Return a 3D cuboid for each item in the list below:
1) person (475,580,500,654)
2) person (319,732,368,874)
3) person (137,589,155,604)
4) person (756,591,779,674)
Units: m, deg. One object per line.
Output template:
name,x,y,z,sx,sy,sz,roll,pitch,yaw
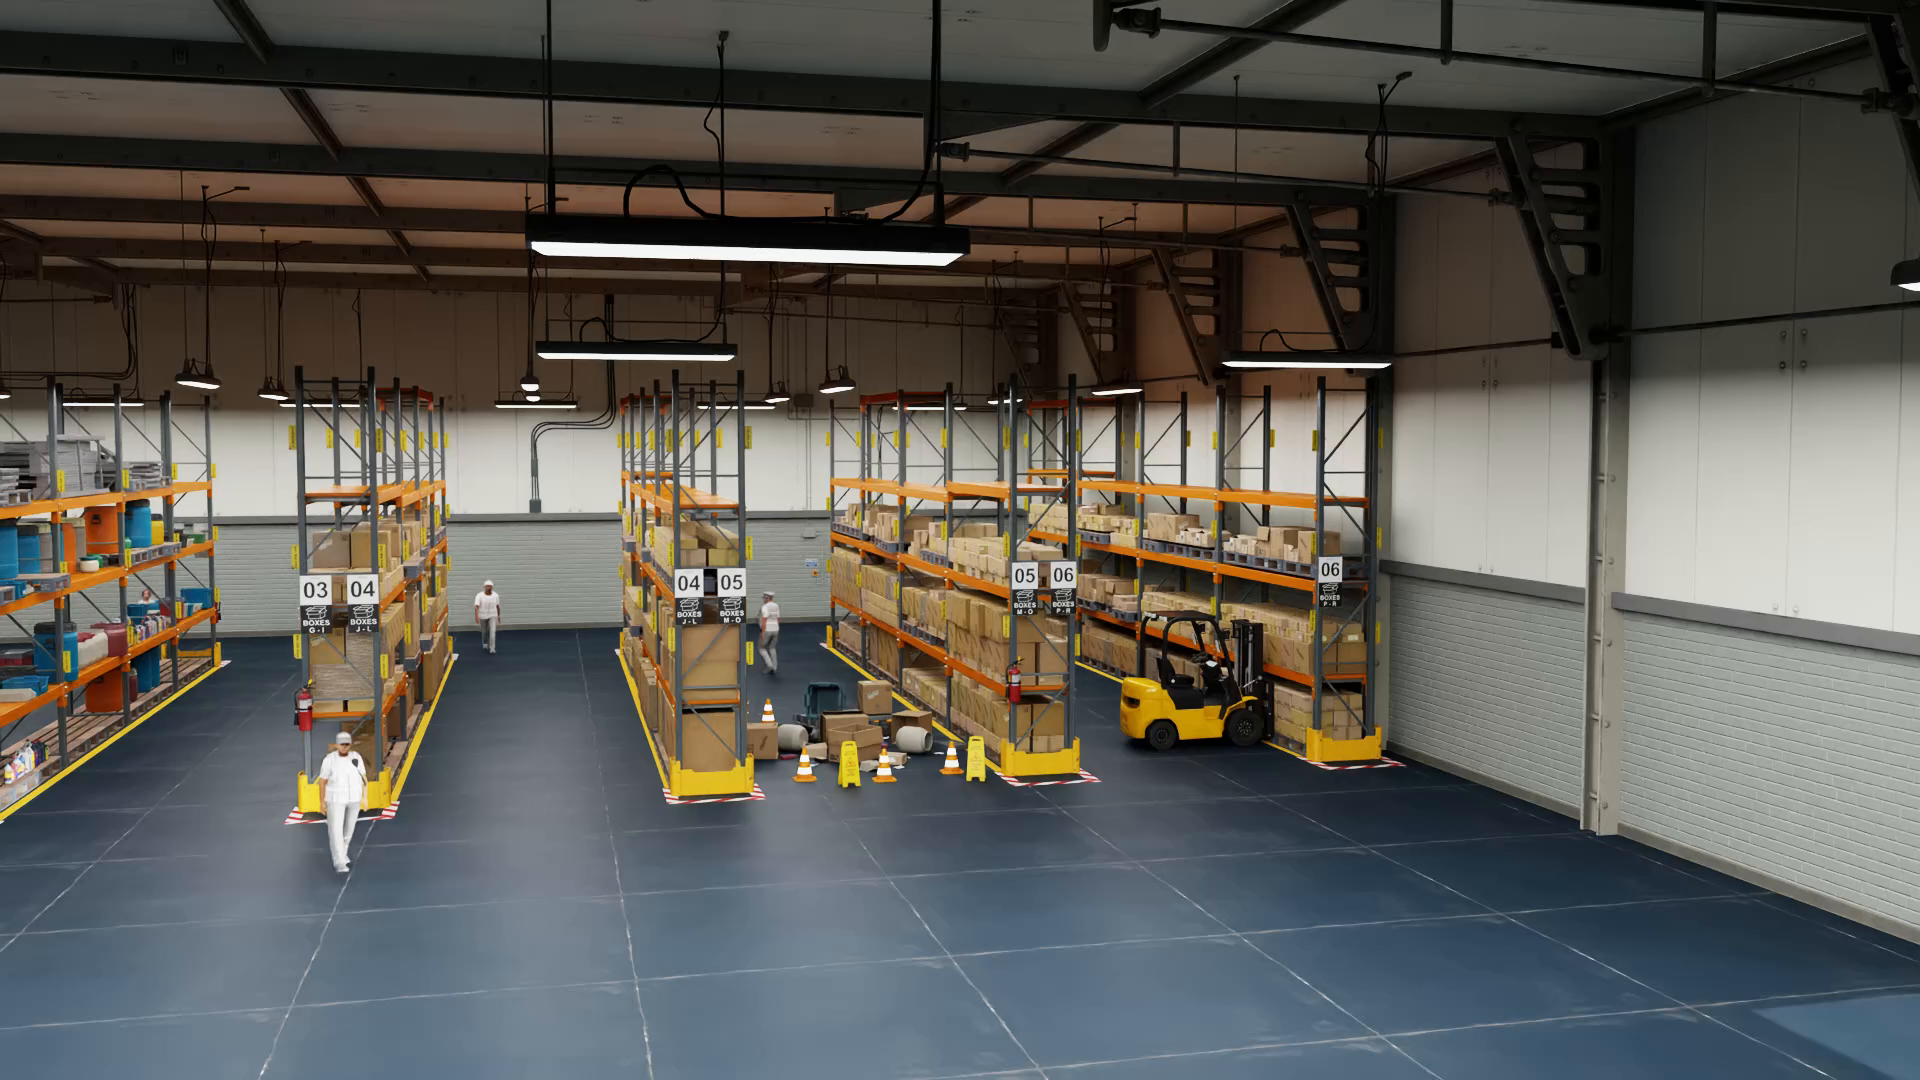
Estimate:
person,-11.130,1.805,39.178,0.588,1.711,1.093,-1,4,-17
person,-7.124,3.025,19.260,0.535,1.603,1.030,-3,5,-42
person,-18.849,1.909,38.544,0.447,1.537,0.972,-1,4,-14
person,-4.118,2.000,35.776,0.401,1.811,0.586,3,4,38
